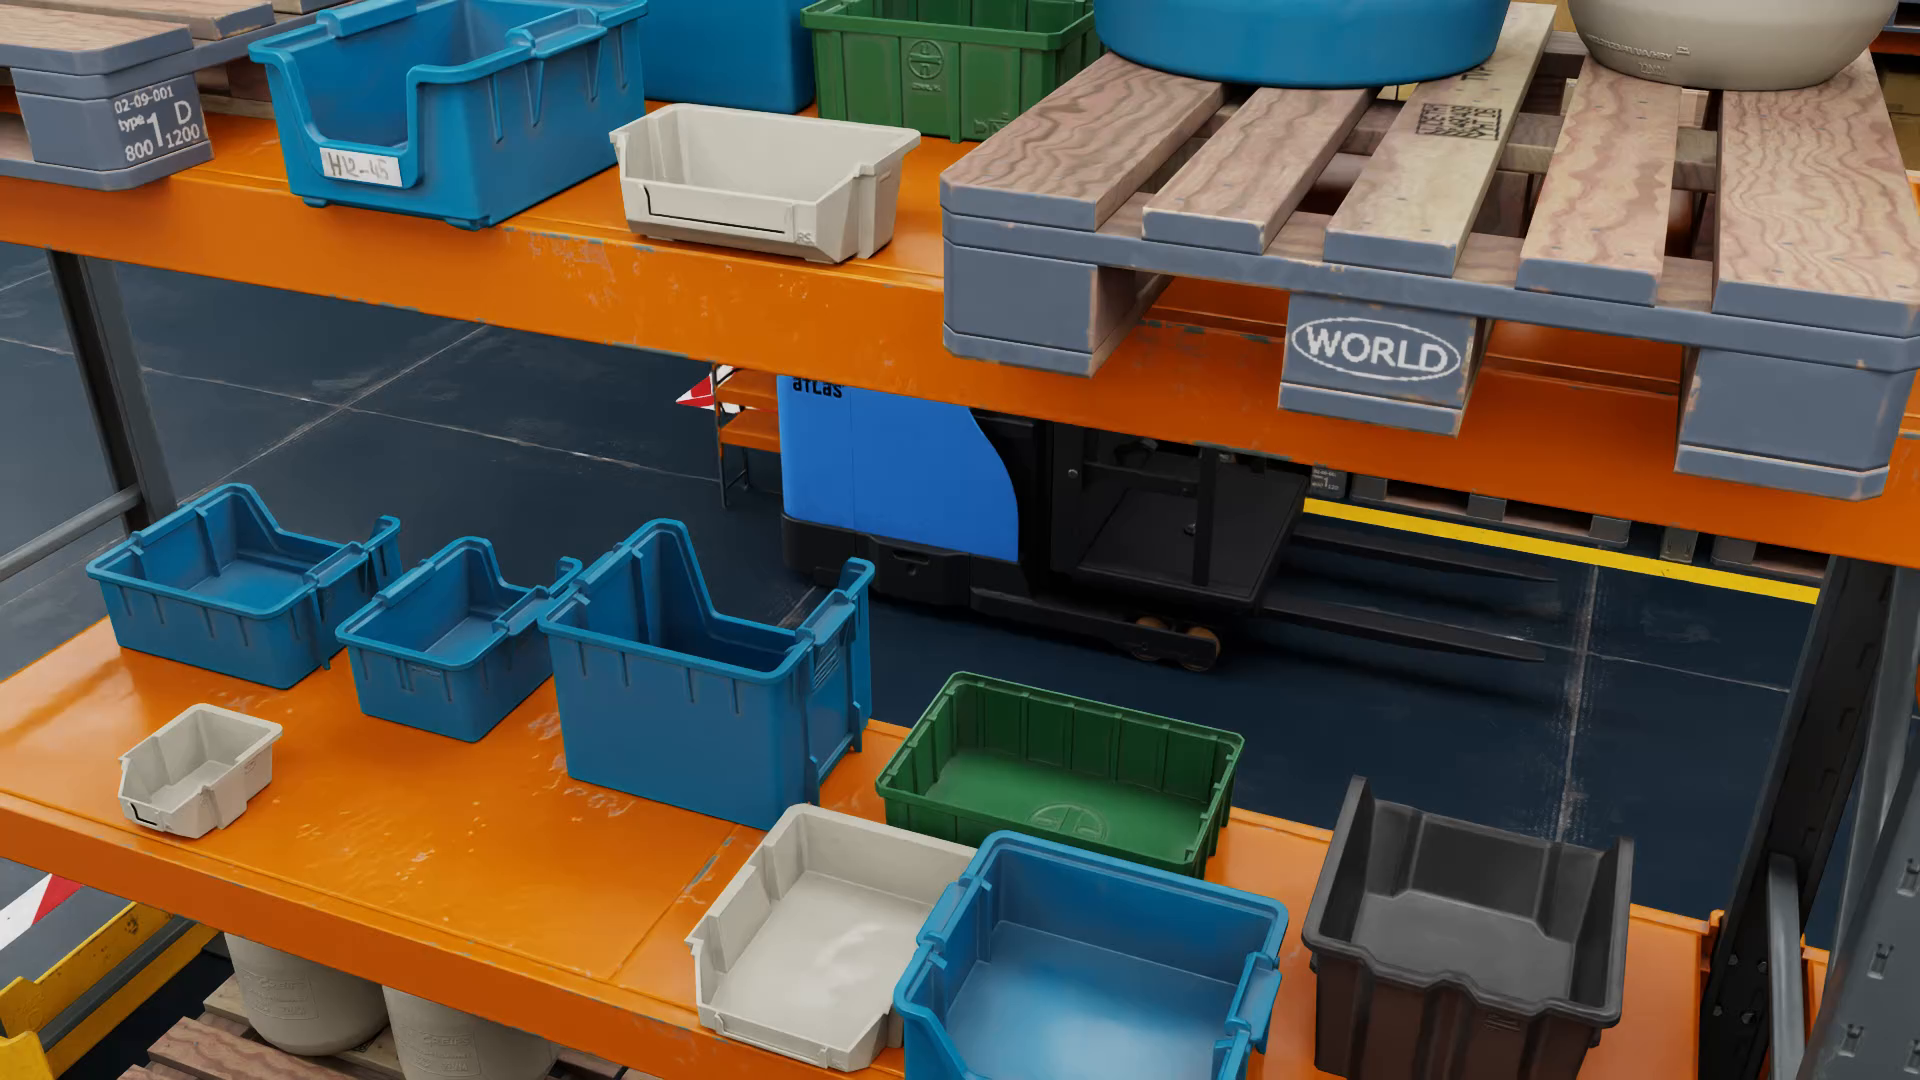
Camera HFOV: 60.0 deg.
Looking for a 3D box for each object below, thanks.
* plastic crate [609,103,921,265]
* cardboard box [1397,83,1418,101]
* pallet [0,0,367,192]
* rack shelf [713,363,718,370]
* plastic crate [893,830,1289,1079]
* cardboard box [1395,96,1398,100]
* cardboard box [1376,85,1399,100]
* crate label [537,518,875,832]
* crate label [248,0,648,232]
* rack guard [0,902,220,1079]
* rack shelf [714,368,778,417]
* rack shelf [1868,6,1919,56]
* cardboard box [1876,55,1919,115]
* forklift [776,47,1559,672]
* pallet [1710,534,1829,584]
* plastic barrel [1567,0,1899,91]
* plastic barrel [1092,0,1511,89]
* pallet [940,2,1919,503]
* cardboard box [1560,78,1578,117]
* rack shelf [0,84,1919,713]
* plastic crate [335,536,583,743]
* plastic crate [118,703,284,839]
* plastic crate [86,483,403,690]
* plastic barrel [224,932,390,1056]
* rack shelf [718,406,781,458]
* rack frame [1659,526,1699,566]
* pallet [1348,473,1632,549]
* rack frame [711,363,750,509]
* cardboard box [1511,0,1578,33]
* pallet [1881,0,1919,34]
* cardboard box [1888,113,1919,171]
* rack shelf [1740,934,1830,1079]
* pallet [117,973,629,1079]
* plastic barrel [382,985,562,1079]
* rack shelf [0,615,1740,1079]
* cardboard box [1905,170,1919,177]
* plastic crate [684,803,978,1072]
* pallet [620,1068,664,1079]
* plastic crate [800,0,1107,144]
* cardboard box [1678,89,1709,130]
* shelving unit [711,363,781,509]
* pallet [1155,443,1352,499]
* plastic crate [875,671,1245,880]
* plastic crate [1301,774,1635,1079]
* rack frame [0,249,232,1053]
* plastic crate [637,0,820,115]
[{"bbox_3d":[-0.275,-0.482,2.274,0.396,0.136,0.243,11,31,19],"label":"plastic crate"},{"bbox_3d":[1.955,-1.904,6.809,0.250,0.149,0.380,11,31,19],"label":"cardboard box"},{"bbox_3d":[-1.613,-0.944,3.016,1.213,0.211,1.003,11,31,19],"label":"pallet"},{"bbox_3d":[-0.795,-0.811,7.147,0.480,0.148,0.258,11,31,19],"label":"rack shelf"},{"bbox_3d":[0.236,0.806,2.928,0.616,0.251,0.499,11,31,19],"label":"plastic crate"},{"bbox_3d":[1.862,-1.748,7.193,0.500,0.500,0.700,12,32,20],"label":"cardboard box"},{"bbox_3d":[1.721,-1.950,6.891,0.250,0.149,0.380,12,32,21],"label":"cardboard box"},{"bbox_3d":[-0.535,0.284,3.664,0.616,0.435,0.502,11,31,19],"label":"crate label"},{"bbox_3d":[-0.732,-0.662,2.476,0.408,0.251,0.502,11,31,19],"label":"crate label"},{"bbox_3d":[-2.254,1.163,4.685,0.348,0.500,1.175,11,31,19],"label":"rack guard"},{"bbox_3d":[-0.795,-0.616,7.258,0.480,0.148,0.258,11,31,19],"label":"rack shelf"},{"bbox_3d":[6.942,-3.012,10.262,4.000,0.370,1.077,11,31,19],"label":"rack shelf"},{"bbox_3d":[6.187,-2.917,10.693,0.500,0.250,0.500,11,31,18],"label":"cardboard box"},{"bbox_3d":[0.831,-1.070,6.165,3.031,2.935,1.130,11,31,19],"label":"forklift"},{"bbox_3d":[3.927,-0.104,7.219,1.213,0.211,1.003,11,31,19],"label":"pallet"},{"bbox_3d":[1.039,-0.885,2.178,0.421,0.512,0.421,0,29,0],"label":"plastic barrel"},{"bbox_3d":[0.482,-1.118,2.195,0.708,0.901,0.600,11,31,19],"label":"plastic barrel"},{"bbox_3d":[0.659,-0.491,2.213,1.003,0.211,1.213,11,31,19],"label":"pallet"},{"bbox_3d":[2.425,-1.809,6.640,0.250,0.149,0.380,10,31,18],"label":"cardboard box"},{"bbox_3d":[-0.489,-0.541,2.841,4.000,0.370,1.077,11,31,19],"label":"rack shelf"},{"bbox_3d":[-1.167,0.225,3.954,0.408,0.251,0.499,11,31,19],"label":"plastic crate"},{"bbox_3d":[-1.634,0.509,3.569,0.250,0.136,0.298,11,31,19],"label":"plastic crate"},{"bbox_3d":[-1.766,0.103,4.171,0.616,0.251,0.499,11,31,19],"label":"plastic crate"},{"bbox_3d":[-1.704,1.069,4.412,0.421,0.512,0.421,0,29,0],"label":"plastic barrel"},{"bbox_3d":[-0.795,-0.443,7.355,0.480,0.148,0.258,11,31,19],"label":"rack shelf"},{"bbox_3d":[3.230,-1.436,6.742,0.127,3.000,1.000,11,31,19],"label":"rack frame"},{"bbox_3d":[2.509,-0.388,7.722,1.213,0.211,1.003,11,31,19],"label":"pallet"},{"bbox_3d":[-1.022,-0.719,7.302,0.015,1.200,0.240,11,31,19],"label":"rack frame"},{"bbox_3d":[2.348,-2.216,6.703,0.500,0.500,0.700,11,31,19],"label":"cardboard box"},{"bbox_3d":[5.742,-3.404,10.419,1.213,0.211,1.003,11,31,19],"label":"pallet"},{"bbox_3d":[6.275,-2.597,10.890,0.500,0.500,0.700,11,31,18],"label":"cardboard box"},{"bbox_3d":[3.217,1.505,2.270,4.000,0.370,1.077,11,31,19],"label":"rack shelf"},{"bbox_3d":[-1.504,1.441,4.486,1.213,0.211,1.003,11,31,19],"label":"pallet"},{"bbox_3d":[-1.239,1.162,4.248,0.421,0.512,0.421,0,29,0],"label":"plastic barrel"},{"bbox_3d":[-0.489,0.765,3.579,4.000,0.370,1.077,11,31,19],"label":"rack shelf"},{"bbox_3d":[3.703,-1.300,6.653,0.500,0.250,0.500,13,32,22],"label":"cardboard box"},{"bbox_3d":[-0.236,0.752,3.140,0.437,0.136,0.530,11,31,19],"label":"plastic crate"},{"bbox_3d":[-0.377,1.668,4.085,1.213,0.211,1.003,11,31,19],"label":"pallet"},{"bbox_3d":[0.004,-0.808,2.798,0.450,0.188,0.336,11,31,19],"label":"plastic crate"},{"bbox_3d":[2.897,-1.715,6.474,0.250,0.149,0.380,11,31,19],"label":"cardboard box"},{"bbox_3d":[-0.795,-0.675,7.224,0.503,1.200,0.258,11,31,19],"label":"shelving unit"},{"bbox_3d":[1.374,-0.613,8.120,1.213,0.211,1.003,11,31,19],"label":"pallet"},{"bbox_3d":[0.212,0.534,3.472,0.662,0.188,0.450,11,31,19],"label":"plastic crate"},{"bbox_3d":[0.927,0.694,3.037,0.504,0.338,0.767,11,31,19],"label":"plastic crate"},{"bbox_3d":[-2.342,0.082,4.057,0.127,3.000,1.000,11,31,19],"label":"rack frame"},{"bbox_3d":[-0.462,-1.002,2.941,0.575,0.384,0.392,11,31,19],"label":"plastic crate"}]
